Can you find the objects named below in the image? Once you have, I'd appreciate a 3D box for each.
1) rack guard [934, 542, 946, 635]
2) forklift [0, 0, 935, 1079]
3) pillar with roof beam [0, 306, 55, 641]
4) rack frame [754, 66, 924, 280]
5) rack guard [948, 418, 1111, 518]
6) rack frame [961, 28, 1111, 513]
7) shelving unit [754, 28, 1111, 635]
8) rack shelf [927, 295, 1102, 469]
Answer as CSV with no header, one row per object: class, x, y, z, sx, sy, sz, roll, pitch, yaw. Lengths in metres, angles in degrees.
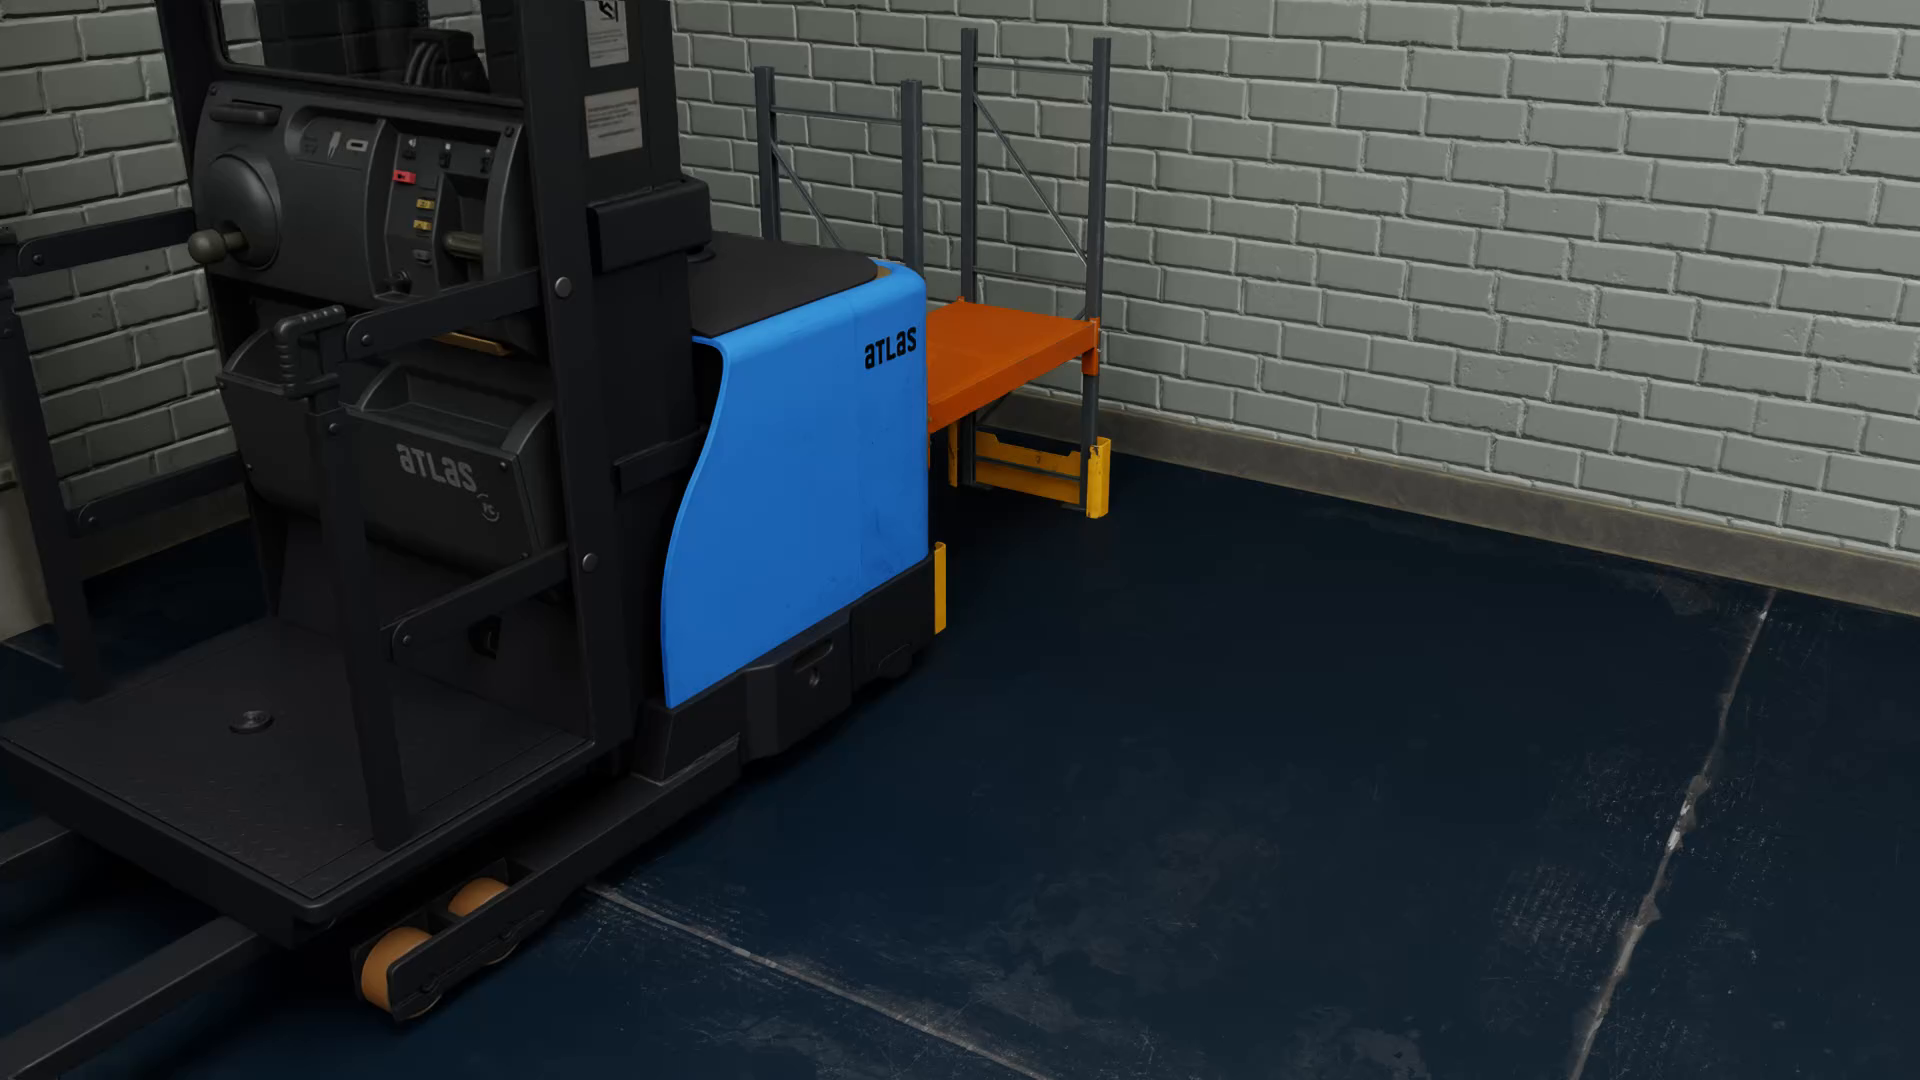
rack guard,-0.303,0.079,4.753,0.587,0.250,0.087,14,27,29
forklift,-1.305,-0.654,3.072,1.130,2.935,3.031,15,28,31
pillar with roof beam,0.947,-2.961,0.762,9.100,9.000,0.400,14,27,29
rack frame,-0.313,-0.488,4.489,0.500,1.500,0.032,14,27,29
rack guard,0.222,-0.257,5.529,0.587,0.250,0.087,14,27,29
rack frame,0.223,-0.831,5.282,0.500,1.500,0.032,14,27,29
shelving unit,-0.040,-0.663,4.893,0.587,1.500,1.083,14,27,29
rack shelf,-0.045,-0.494,4.957,0.538,0.185,1.000,14,27,29
